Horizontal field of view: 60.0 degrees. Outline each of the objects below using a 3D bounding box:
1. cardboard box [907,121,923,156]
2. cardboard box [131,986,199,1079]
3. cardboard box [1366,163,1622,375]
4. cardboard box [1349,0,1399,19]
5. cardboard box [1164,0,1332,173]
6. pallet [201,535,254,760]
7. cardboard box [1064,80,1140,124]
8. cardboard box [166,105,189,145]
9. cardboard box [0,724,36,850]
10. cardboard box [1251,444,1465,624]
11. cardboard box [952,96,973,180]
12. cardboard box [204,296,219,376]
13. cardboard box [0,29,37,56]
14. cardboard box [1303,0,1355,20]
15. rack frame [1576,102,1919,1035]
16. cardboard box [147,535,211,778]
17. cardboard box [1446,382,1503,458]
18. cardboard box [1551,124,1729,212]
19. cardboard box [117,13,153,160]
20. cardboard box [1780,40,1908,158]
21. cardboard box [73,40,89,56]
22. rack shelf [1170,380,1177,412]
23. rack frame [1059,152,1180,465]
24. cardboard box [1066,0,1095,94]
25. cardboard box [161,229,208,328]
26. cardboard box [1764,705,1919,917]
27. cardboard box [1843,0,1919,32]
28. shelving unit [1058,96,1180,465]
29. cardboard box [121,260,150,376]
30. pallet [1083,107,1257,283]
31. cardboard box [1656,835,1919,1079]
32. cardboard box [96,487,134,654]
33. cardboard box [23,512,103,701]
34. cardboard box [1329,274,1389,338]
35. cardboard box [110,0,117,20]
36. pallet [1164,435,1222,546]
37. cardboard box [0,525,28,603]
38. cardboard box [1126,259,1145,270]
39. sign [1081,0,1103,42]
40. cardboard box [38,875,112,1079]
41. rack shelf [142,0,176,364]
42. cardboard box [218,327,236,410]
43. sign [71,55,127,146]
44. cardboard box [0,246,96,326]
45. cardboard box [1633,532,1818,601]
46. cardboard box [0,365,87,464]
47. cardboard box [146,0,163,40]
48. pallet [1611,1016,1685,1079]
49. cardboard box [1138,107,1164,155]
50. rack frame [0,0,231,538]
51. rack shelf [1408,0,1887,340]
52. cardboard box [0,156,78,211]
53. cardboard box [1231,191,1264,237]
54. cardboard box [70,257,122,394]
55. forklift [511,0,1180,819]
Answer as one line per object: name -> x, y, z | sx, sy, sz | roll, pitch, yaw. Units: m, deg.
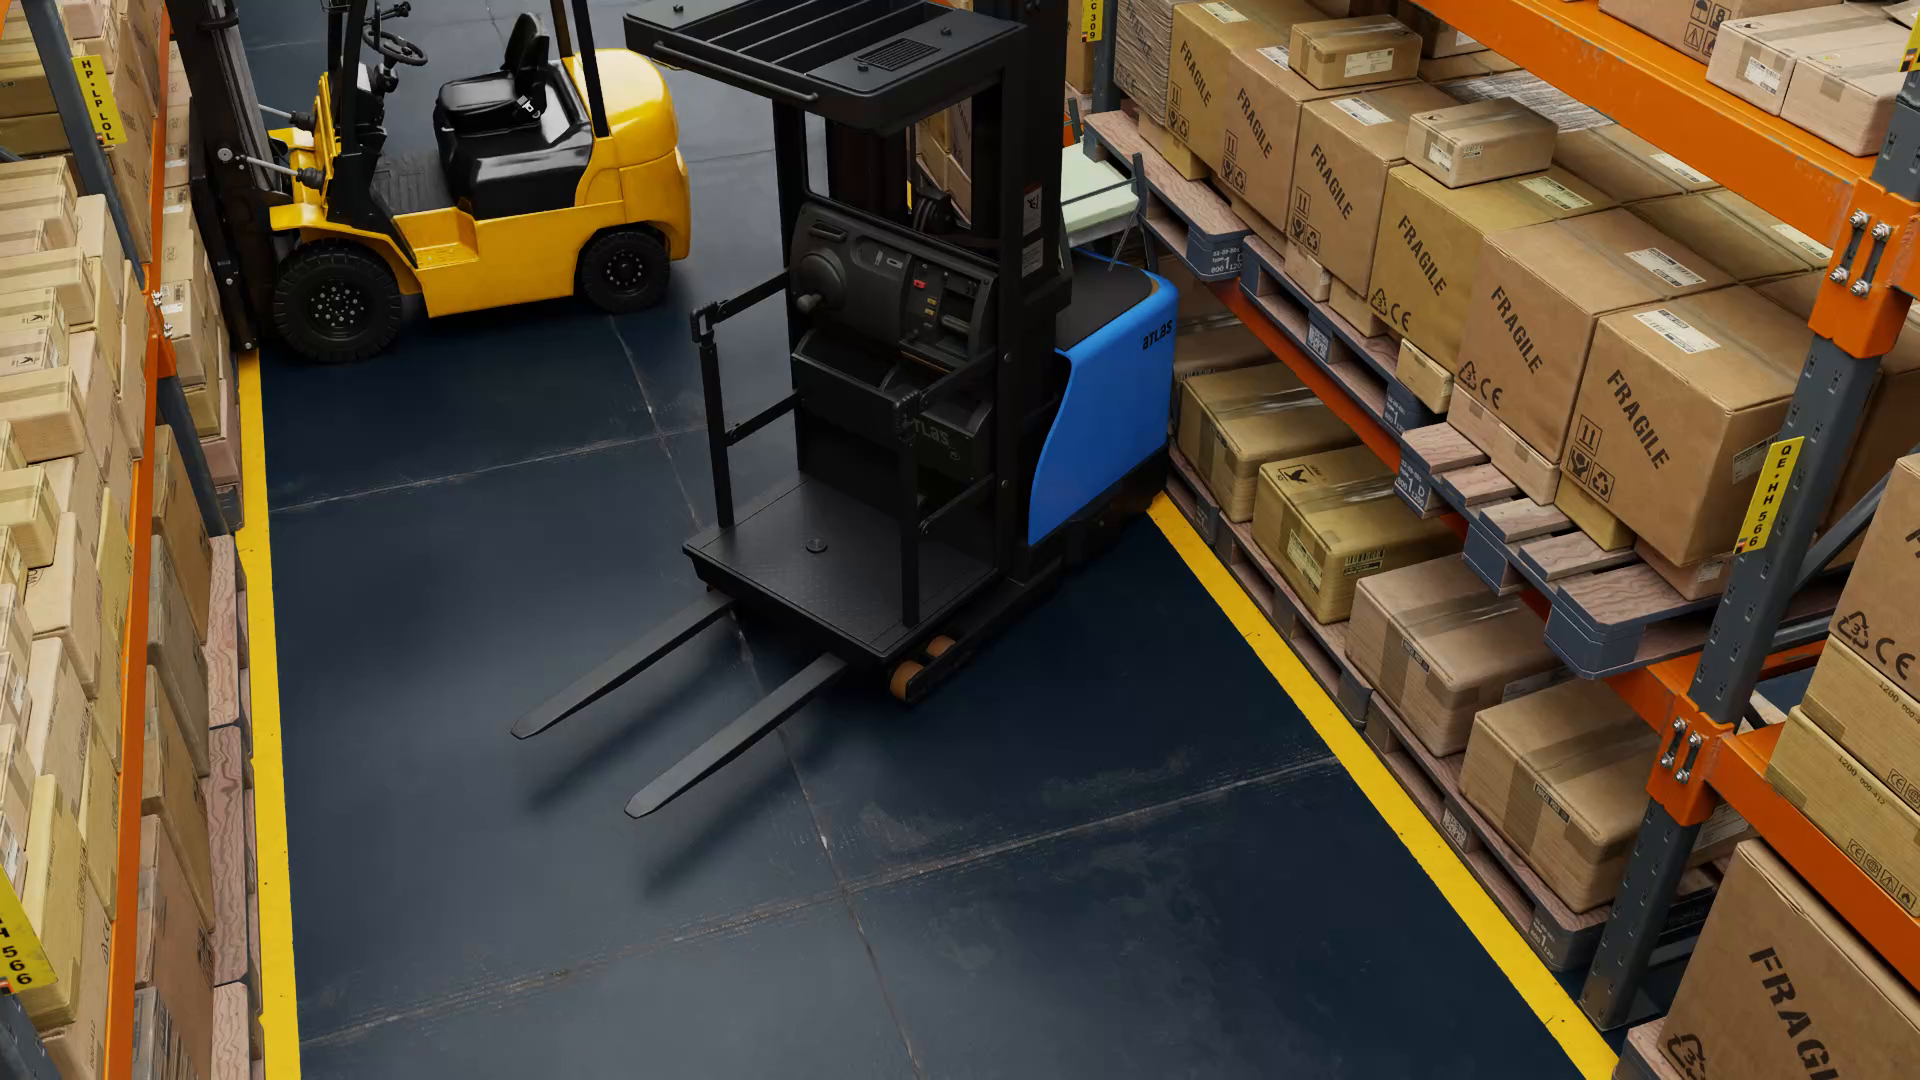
cardboard box -> -0.115, -2.577, 10.114 | 0.500, 0.250, 0.500 | -11, 38, -14
cardboard box -> -2.409, 1.664, 4.172 | 0.875, 0.625, 0.625 | -11, 38, -15
cardboard box -> 1.671, -0.891, 5.261 | 0.500, 0.500, 0.500 | -15, 40, -19
cardboard box -> 1.695, -2.036, 6.241 | 0.380, 0.149, 0.250 | -14, 39, -17
cardboard box -> 1.140, -1.770, 6.427 | 0.500, 0.500, 0.500 | -12, 39, -16
pallet -> -3.294, 0.501, 6.409 | 1.003, 0.211, 1.213 | -12, 39, -16
cardboard box -> 0.678, -2.069, 7.712 | 0.380, 0.149, 0.250 | -13, 39, -16
cardboard box -> -4.145, -1.983, 8.495 | 0.500, 0.250, 0.500 | -12, 39, -15
cardboard box -> -2.134, 0.548, 3.407 | 0.380, 0.149, 0.250 | -12, 39, -15
cardboard box -> 1.749, -0.075, 6.692 | 0.950, 0.372, 0.625 | -11, 38, -14
cardboard box -> 0.266, -2.273, 9.088 | 0.500, 0.500, 0.500 | -10, 38, -14
cardboard box -> -3.636, -0.911, 7.487 | 0.500, 0.250, 0.500 | -13, 39, -16
cardboard box -> -3.607, -1.806, 6.284 | 0.380, 0.149, 0.250 | -12, 39, -15
cardboard box -> 1.621, -1.884, 6.578 | 0.500, 0.500, 0.500 | -12, 39, -16
rack frame -> 2.452, 0.209, 4.479 | 1.000, 3.000, 0.127 | -12, 39, -16
cardboard box -> -3.134, 0.492, 5.728 | 0.875, 0.625, 0.625 | -13, 39, -16
cardboard box -> 1.750, -0.408, 5.159 | 0.380, 0.149, 0.250 | -14, 39, -18
cardboard box -> 2.139, -1.011, 5.420 | 0.500, 0.500, 0.500 | -12, 39, -15
cardboard box -> -3.862, -1.942, 7.252 | 0.500, 0.500, 0.500 | -13, 39, -16
cardboard box -> 2.146, -1.023, 3.831 | 0.380, 0.149, 0.250 | -12, 39, -16
cardboard box -> -3.653, -1.842, 6.580 | 0.380, 0.149, 0.250 | -13, 39, -16
rack shelf -> 0.643, -0.828, 7.560 | 0.431, 0.370, 0.720 | -20, 36, -8
rack frame -> 0.688, -0.895, 7.076 | 0.400, 1.500, 0.023 | -20, 36, -8
cardboard box -> 0.689, -2.409, 7.625 | 0.500, 0.500, 0.500 | -13, 39, -17
cardboard box -> -3.622, -1.119, 7.348 | 0.500, 0.250, 0.500 | -12, 39, -16
cardboard box -> 2.384, 0.597, 4.088 | 0.500, 0.250, 0.500 | -13, 39, -17
cardboard box -> 2.415, -1.293, 4.092 | 0.396, 0.266, 0.258 | -12, 39, -16
shelving unit -> 0.577, -1.085, 7.369 | 0.431, 1.500, 0.755 | -20, 36, -8
cardboard box -> -3.165, -0.730, 5.851 | 0.500, 0.250, 0.500 | -12, 39, -15
pallet -> 1.202, -1.512, 6.924 | 1.003, 0.211, 1.213 | -12, 39, -16
cardboard box -> 2.611, 1.297, 4.451 | 0.875, 0.875, 0.875 | -13, 39, -16
cardboard box -> -2.660, 0.129, 4.710 | 0.500, 0.250, 0.500 | -11, 38, -14
cardboard box -> -2.465, 0.215, 4.180 | 0.500, 0.250, 0.500 | -13, 39, -17
cardboard box -> 1.510, -0.854, 5.750 | 0.380, 0.149, 0.250 | -14, 39, -17
cardboard box -> -3.860, -2.283, 7.166 | 0.380, 0.149, 0.250 | -14, 39, -17
pallet -> 1.344, -0.497, 7.735 | 1.003, 0.211, 1.213 | -12, 39, -16
cardboard box -> -2.463, 0.128, 3.965 | 0.380, 0.149, 0.250 | -12, 39, -15
cardboard box -> 0.619, -1.398, 8.550 | 0.500, 0.250, 0.500 | -11, 38, -14
sign -> 0.568, -2.280, 7.064 | 0.100, 0.325, 0.005 | -12, 39, -16
cardboard box -> -2.131, 0.997, 3.557 | 0.500, 0.250, 0.500 | -12, 39, -16
rack shelf -> -4.272, -1.863, 7.828 | 1.077, 0.370, 4.000 | -12, 39, -16
cardboard box -> -3.629, -0.716, 7.643 | 0.500, 0.250, 0.500 | -13, 39, -17
sign -> -3.078, -1.569, 5.944 | 0.100, 0.325, 0.005 | -12, 39, -16
cardboard box -> -2.902, -0.761, 5.144 | 0.380, 0.149, 0.250 | -14, 39, -17
cardboard box -> 2.118, 0.005, 4.610 | 0.380, 0.149, 0.250 | -11, 38, -14
cardboard box -> -2.627, -0.323, 4.564 | 0.380, 0.149, 0.250 | -13, 39, -17
cardboard box -> -4.375, -2.802, 8.393 | 0.500, 0.500, 0.500 | -11, 38, -15
pallet -> 2.652, 1.784, 4.706 | 1.003, 0.211, 1.213 | -12, 39, -16
cardboard box -> 0.969, -1.740, 6.927 | 0.380, 0.149, 0.250 | -12, 39, -15
rack frame -> -3.584, -1.021, 6.112 | 1.000, 3.000, 0.127 | -12, 39, -16
rack shelf -> 1.763, -1.832, 5.293 | 1.077, 0.370, 4.000 | -12, 39, -16
cardboard box -> -3.258, -1.173, 5.692 | 0.380, 0.149, 0.250 | -11, 38, -14
cardboard box -> 1.265, -1.299, 6.341 | 0.380, 0.149, 0.250 | -12, 39, -15
cardboard box -> -2.991, -0.647, 5.325 | 0.500, 0.250, 0.500 | -13, 39, -17
forklift -> -0.397, -0.880, 5.983 | 1.130, 2.935, 3.031 | 26, 44, 30
